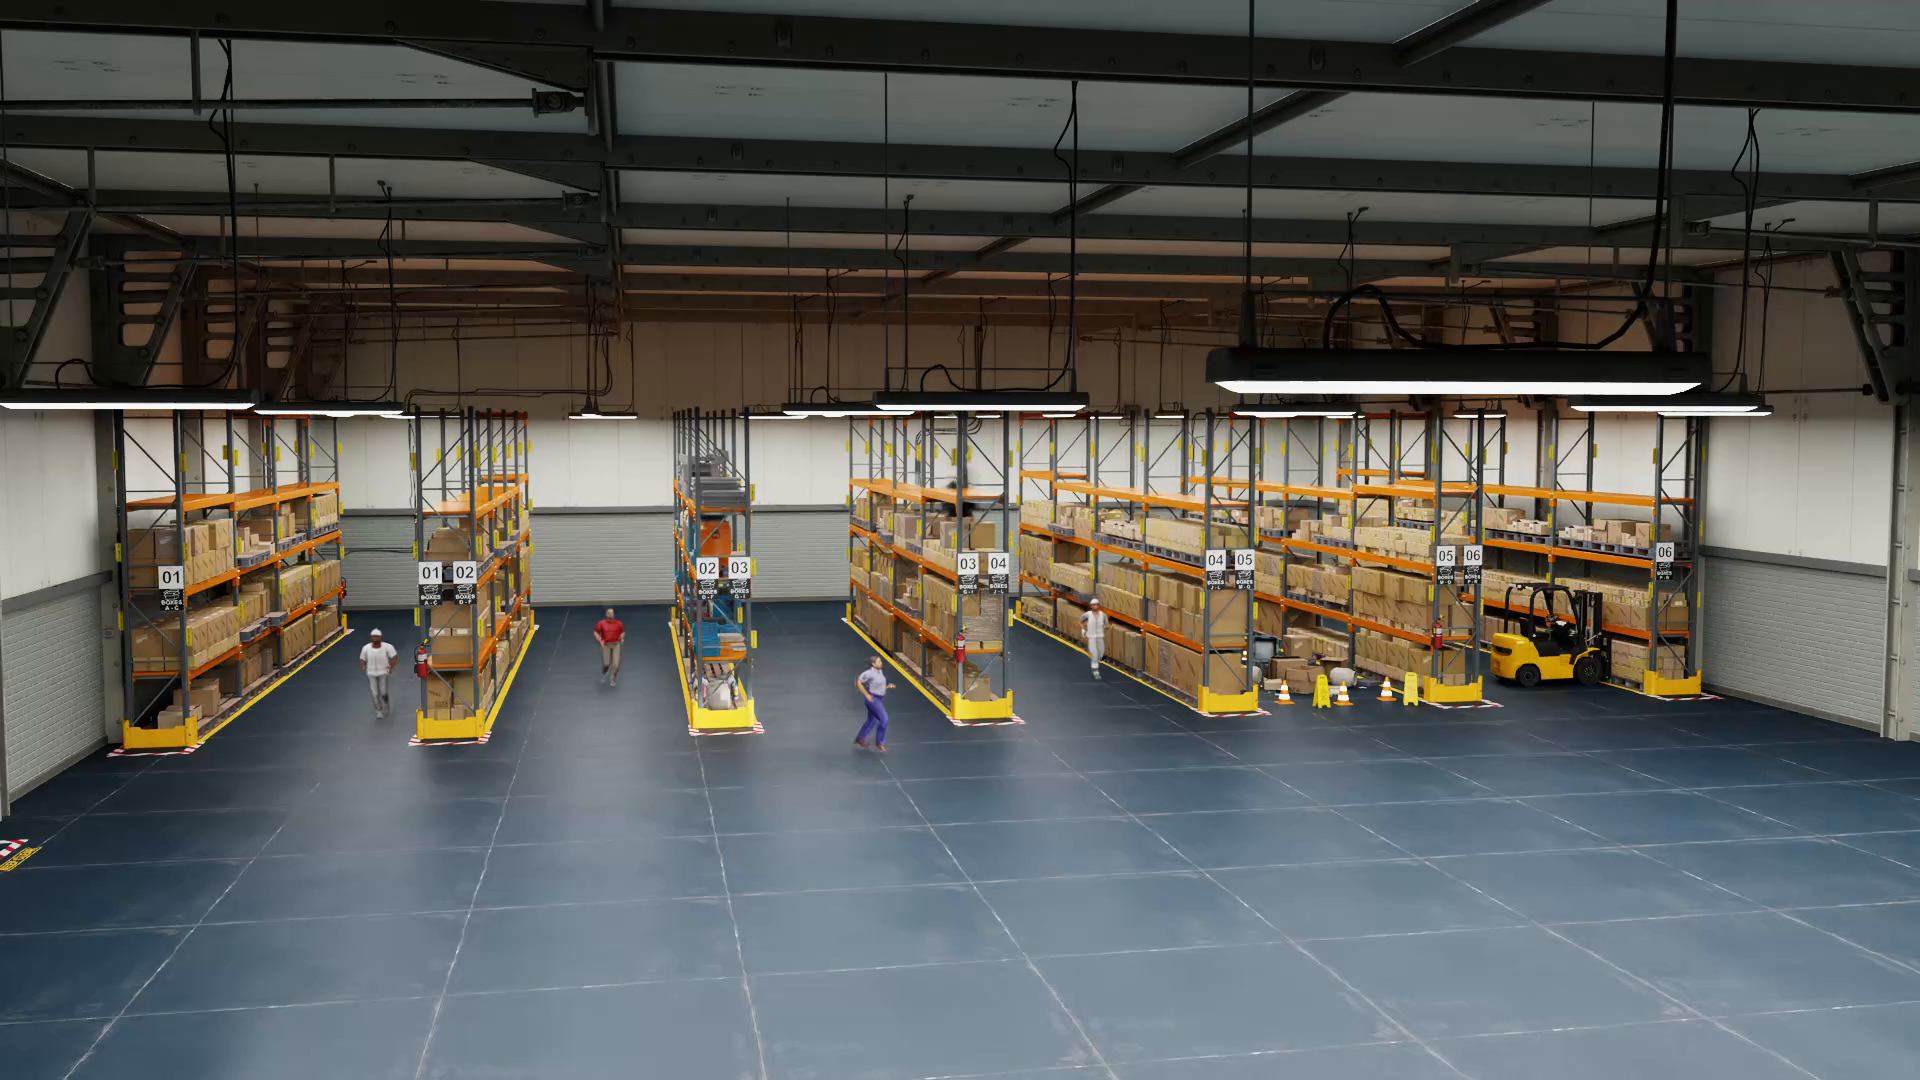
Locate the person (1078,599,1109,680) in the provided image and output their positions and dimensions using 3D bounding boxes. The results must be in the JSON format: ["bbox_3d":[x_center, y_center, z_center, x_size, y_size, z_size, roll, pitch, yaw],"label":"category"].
[{"bbox_3d":[3.007,2.190,37.022,0.667,1.768,0.963,-1,4,-13],"label":"person"}]

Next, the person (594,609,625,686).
[{"bbox_3d":[-7.553,2.324,35.975,0.658,1.676,0.618,-2,4,-23],"label":"person"}]

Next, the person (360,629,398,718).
[{"bbox_3d":[-11.202,2.580,31.988,0.674,1.721,0.537,-1,4,-9],"label":"person"}]

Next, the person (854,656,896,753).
[{"bbox_3d":[-1.485,2.860,28.913,0.738,1.710,0.584,1,4,14],"label":"person"}]
